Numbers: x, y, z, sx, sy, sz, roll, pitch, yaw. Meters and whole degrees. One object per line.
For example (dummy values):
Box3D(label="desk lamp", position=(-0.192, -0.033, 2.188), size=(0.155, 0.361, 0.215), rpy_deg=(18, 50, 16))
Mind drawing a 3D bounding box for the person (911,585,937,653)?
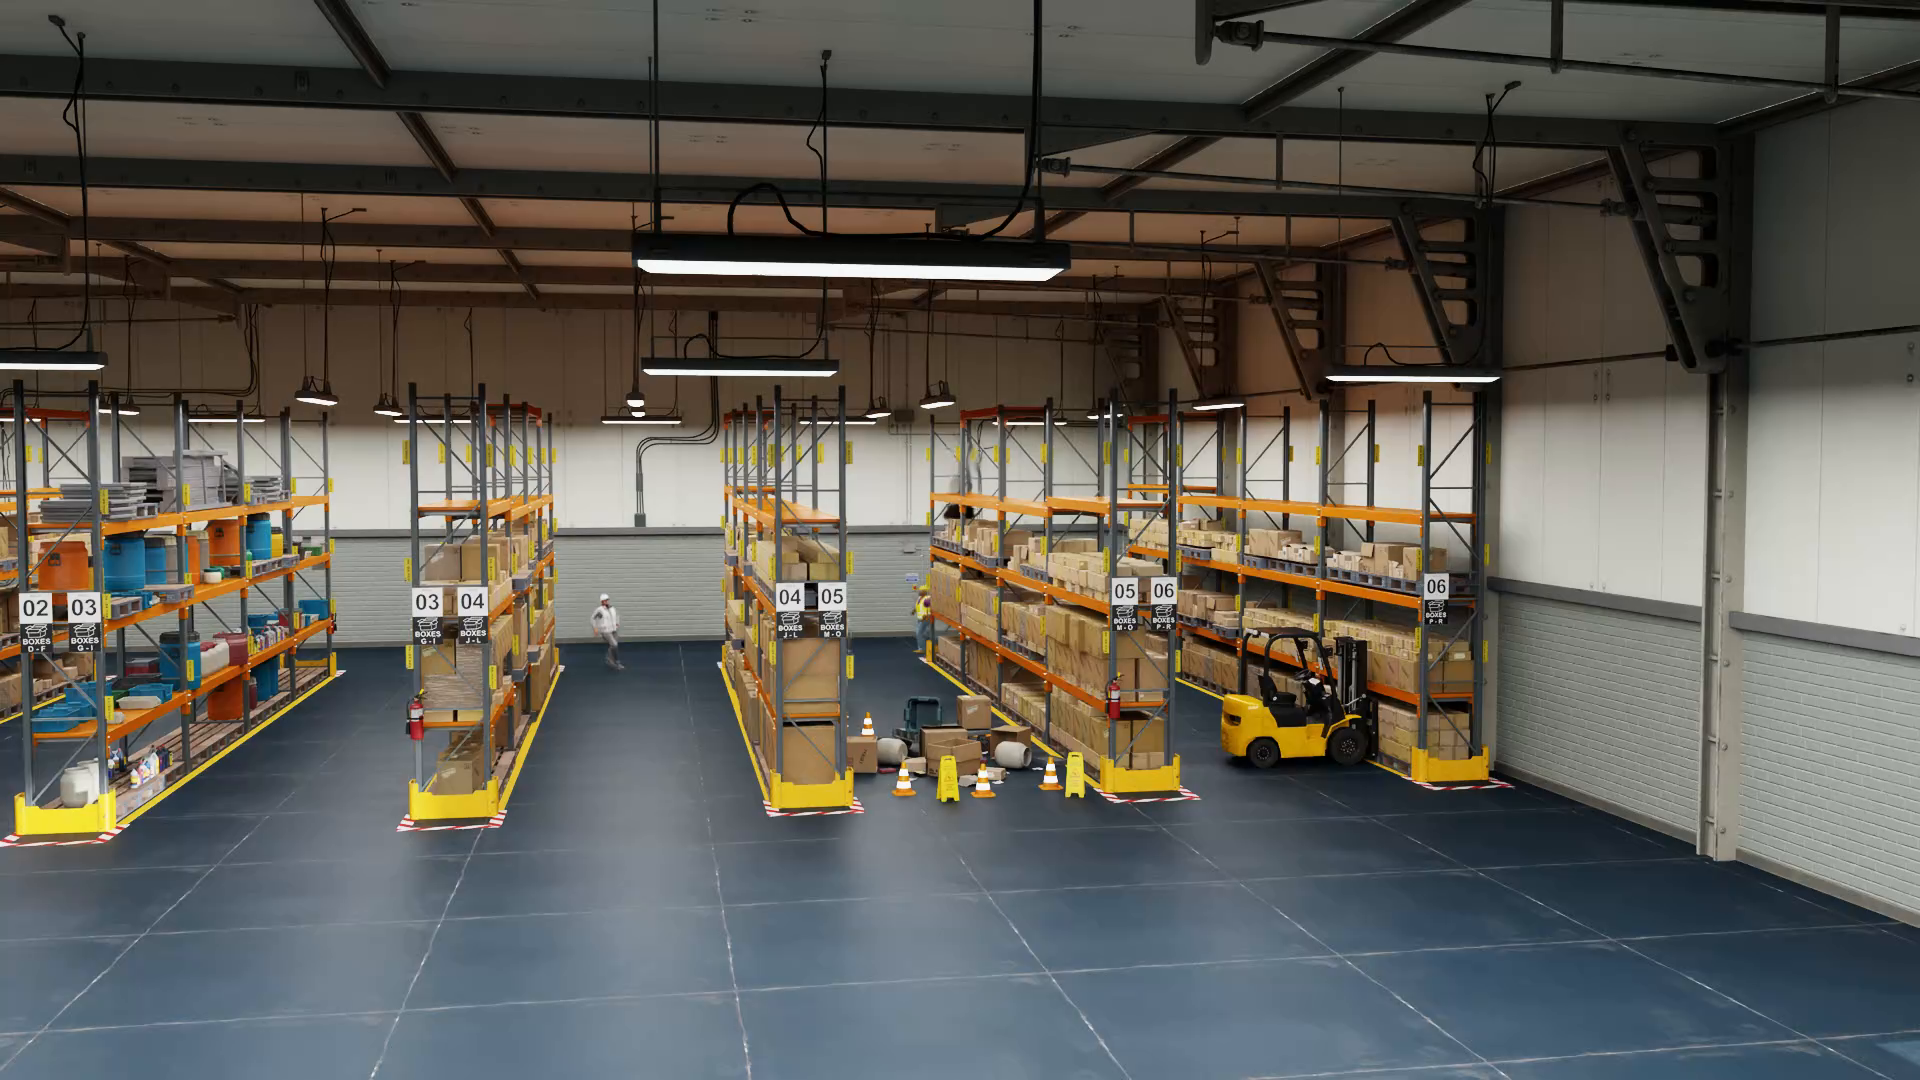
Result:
Box3D(label="person", position=(-0.879, 2.004, 42.130), size=(0.687, 1.728, 0.699), rpy_deg=(-1, 3, -24))

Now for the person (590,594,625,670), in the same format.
Box3D(label="person", position=(-8.204, 2.148, 38.907), size=(0.789, 1.781, 0.699), rpy_deg=(2, 4, 37))
